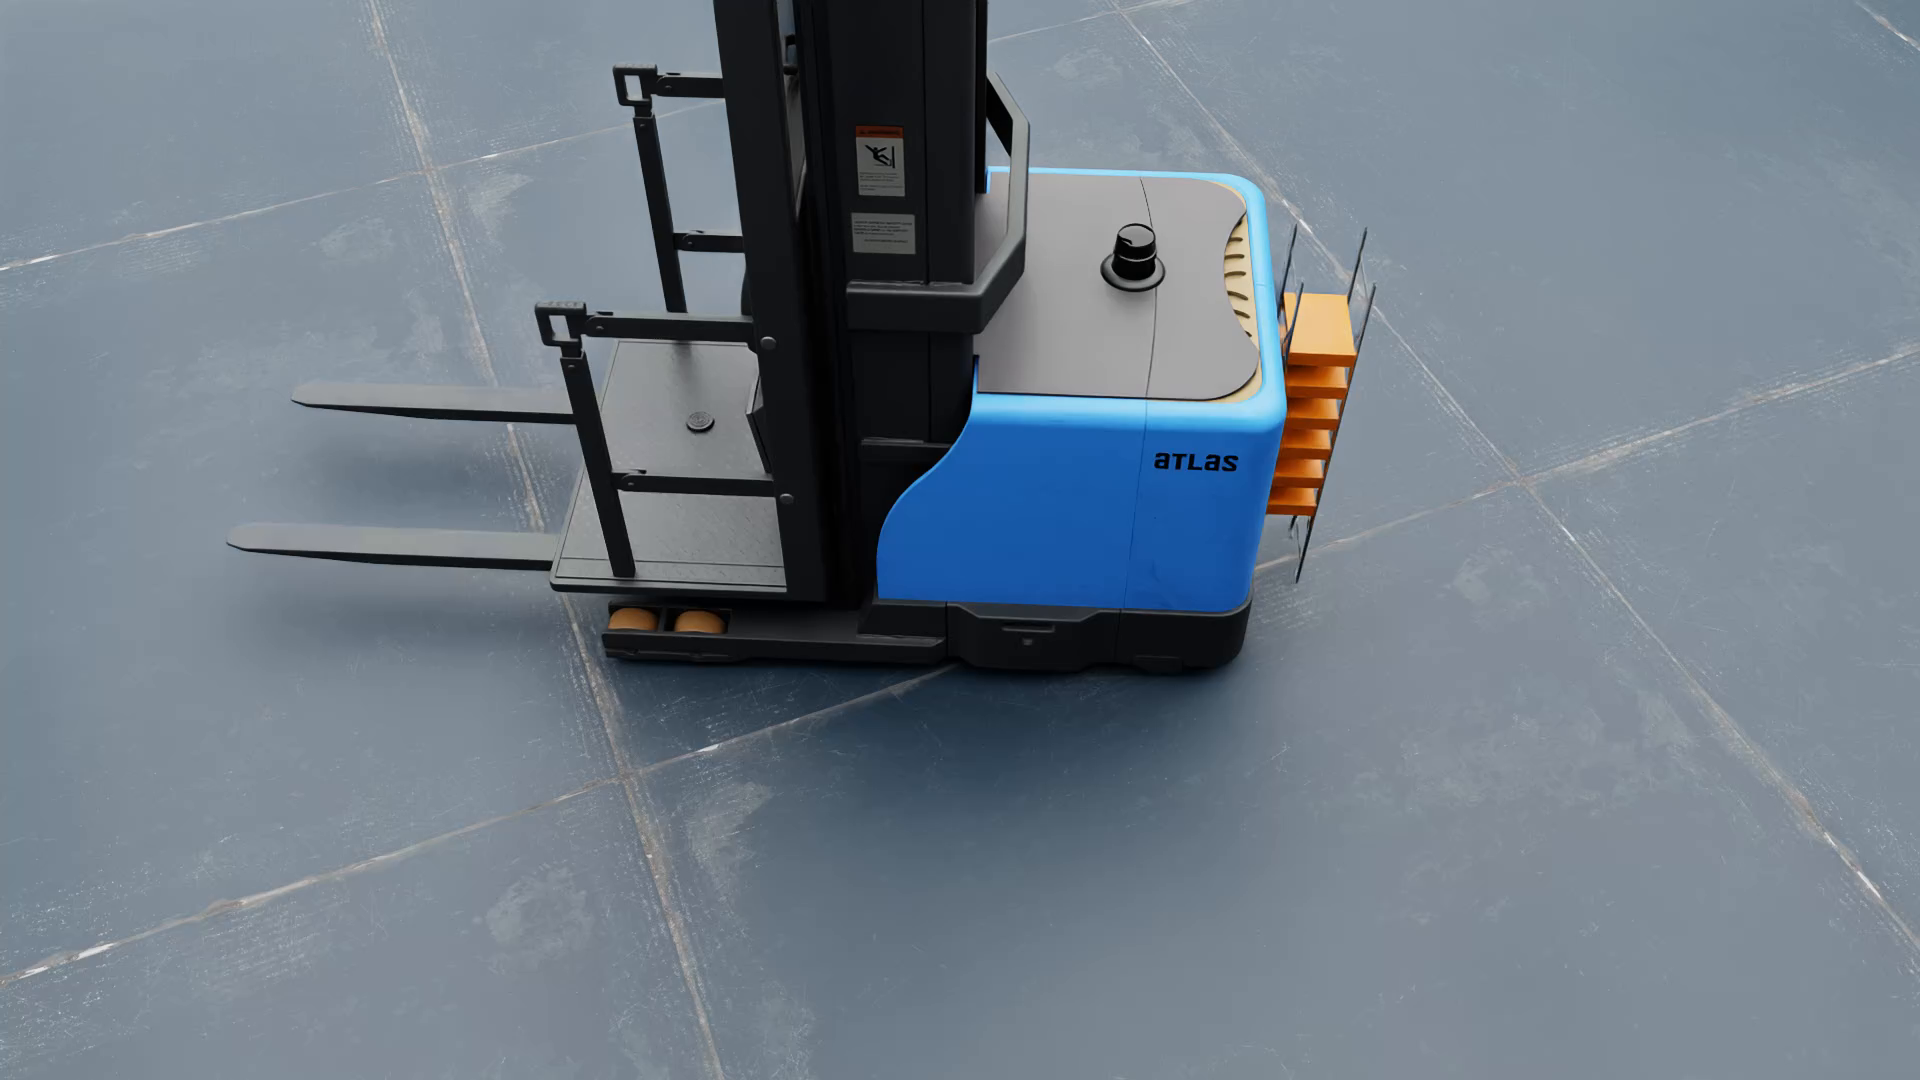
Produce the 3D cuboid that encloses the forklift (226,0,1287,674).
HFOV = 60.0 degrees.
[{"bbox_3d":[-0.656,-0.992,4.170,3.031,2.935,1.130,2,49,2],"label":"forklift"}]

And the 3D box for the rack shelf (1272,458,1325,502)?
[{"bbox_3d":[0.961,-0.243,4.883,0.180,0.103,0.258,3,49,1],"label":"rack shelf"}]

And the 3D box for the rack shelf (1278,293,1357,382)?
[{"bbox_3d":[0.967,-0.555,4.519,0.180,0.103,0.258,3,49,1],"label":"rack shelf"}]

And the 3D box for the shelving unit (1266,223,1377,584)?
[{"bbox_3d":[0.963,-0.350,4.758,0.189,1.200,0.258,3,49,1],"label":"shelving unit"}]

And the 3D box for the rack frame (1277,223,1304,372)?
[{"bbox_3d":[0.872,-0.355,4.760,0.006,1.200,0.240,3,49,1],"label":"rack frame"}]

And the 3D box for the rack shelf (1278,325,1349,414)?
[{"bbox_3d":[0.966,-0.477,4.610,0.180,0.103,0.258,3,49,1],"label":"rack shelf"}]

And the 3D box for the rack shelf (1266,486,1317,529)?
[{"bbox_3d":[0.959,-0.165,4.974,0.180,0.103,0.258,3,49,1],"label":"rack shelf"}]

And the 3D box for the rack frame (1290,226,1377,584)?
[{"bbox_3d":[1.054,-0.346,4.756,0.006,1.200,0.240,3,49,1],"label":"rack frame"}]

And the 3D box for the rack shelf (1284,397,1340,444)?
[{"bbox_3d":[0.964,-0.399,4.701,0.180,0.103,0.258,3,49,1],"label":"rack shelf"}]

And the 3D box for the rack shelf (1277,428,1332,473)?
[{"bbox_3d":[0.962,-0.321,4.792,0.180,0.103,0.258,3,49,1],"label":"rack shelf"}]
